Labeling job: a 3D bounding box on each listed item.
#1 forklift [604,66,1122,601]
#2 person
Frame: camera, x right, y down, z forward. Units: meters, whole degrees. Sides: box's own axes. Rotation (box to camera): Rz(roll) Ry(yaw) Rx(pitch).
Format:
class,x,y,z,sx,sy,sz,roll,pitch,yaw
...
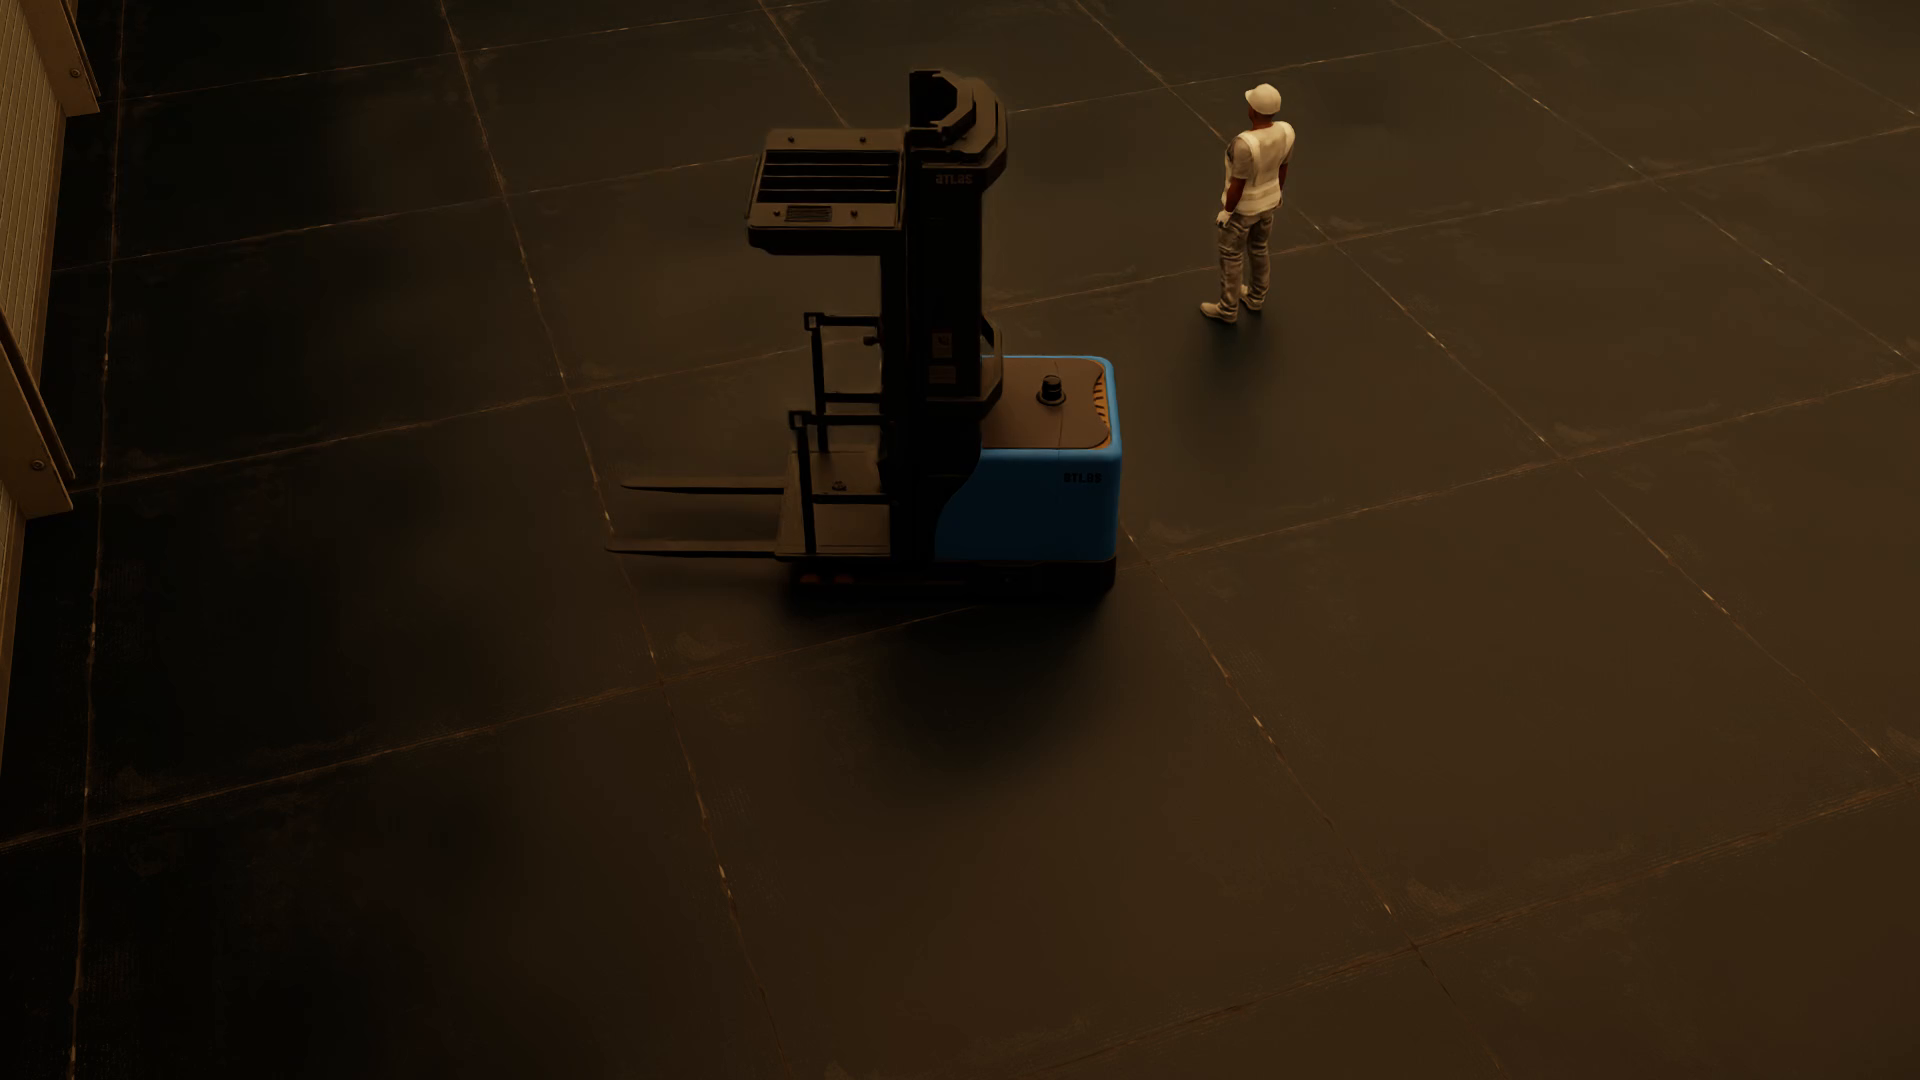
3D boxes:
class,x,y,z,sx,sy,sz,roll,pitch,yaw
forklift,-0.595,-1.101,9.308,3.031,2.935,1.130,0,40,0
person,2.035,-2.379,11.723,0.568,1.788,0.377,-25,46,-27
